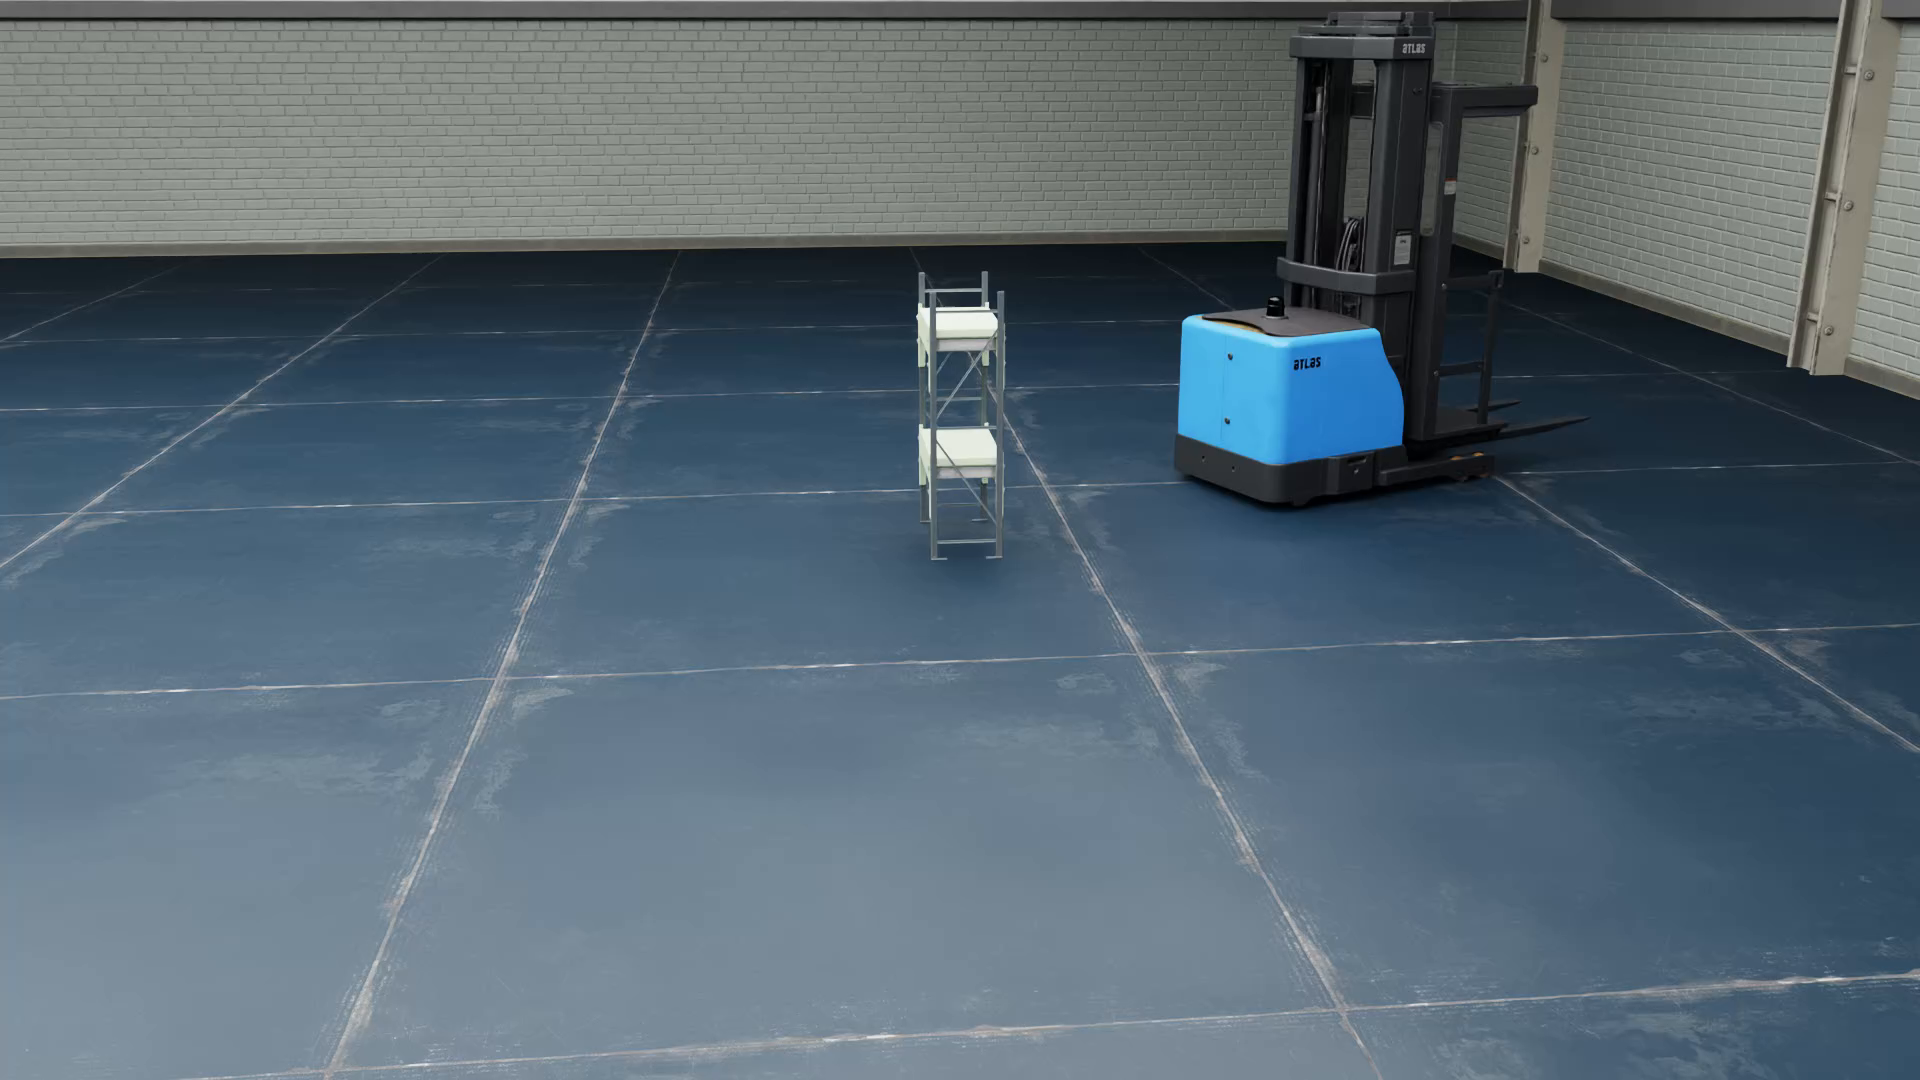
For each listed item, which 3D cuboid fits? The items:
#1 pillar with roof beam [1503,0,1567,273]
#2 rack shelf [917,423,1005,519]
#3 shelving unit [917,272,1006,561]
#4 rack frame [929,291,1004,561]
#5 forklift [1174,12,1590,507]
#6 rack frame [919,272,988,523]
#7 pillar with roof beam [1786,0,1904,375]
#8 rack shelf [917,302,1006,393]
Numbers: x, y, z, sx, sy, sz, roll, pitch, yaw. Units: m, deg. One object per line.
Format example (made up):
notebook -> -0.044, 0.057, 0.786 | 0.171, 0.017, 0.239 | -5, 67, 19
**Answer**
pillar with roof beam -> 2.483, -7.412, 18.264 | 9.100, 9.000, 0.400 | -2, 18, -6
rack shelf -> -0.001, -0.407, 9.556 | 0.431, 0.370, 0.720 | -2, 18, -6
shelving unit -> -0.001, -0.718, 9.459 | 0.431, 1.500, 0.755 | -2, 18, -6
rack frame -> 0.037, -0.609, 9.111 | 0.400, 1.500, 0.023 | -2, 18, -6
forklift -> 2.945, -1.906, 10.854 | 3.031, 2.935, 1.130 | -10, 20, -28
rack frame -> -0.038, -0.827, 9.806 | 0.400, 1.500, 0.023 | -2, 18, -6
pillar with roof beam -> 3.101, -5.625, 12.570 | 9.100, 9.000, 0.400 | -2, 18, -6
rack shelf -> -0.001, -1.090, 9.342 | 0.431, 0.370, 0.720 | -2, 18, -6
